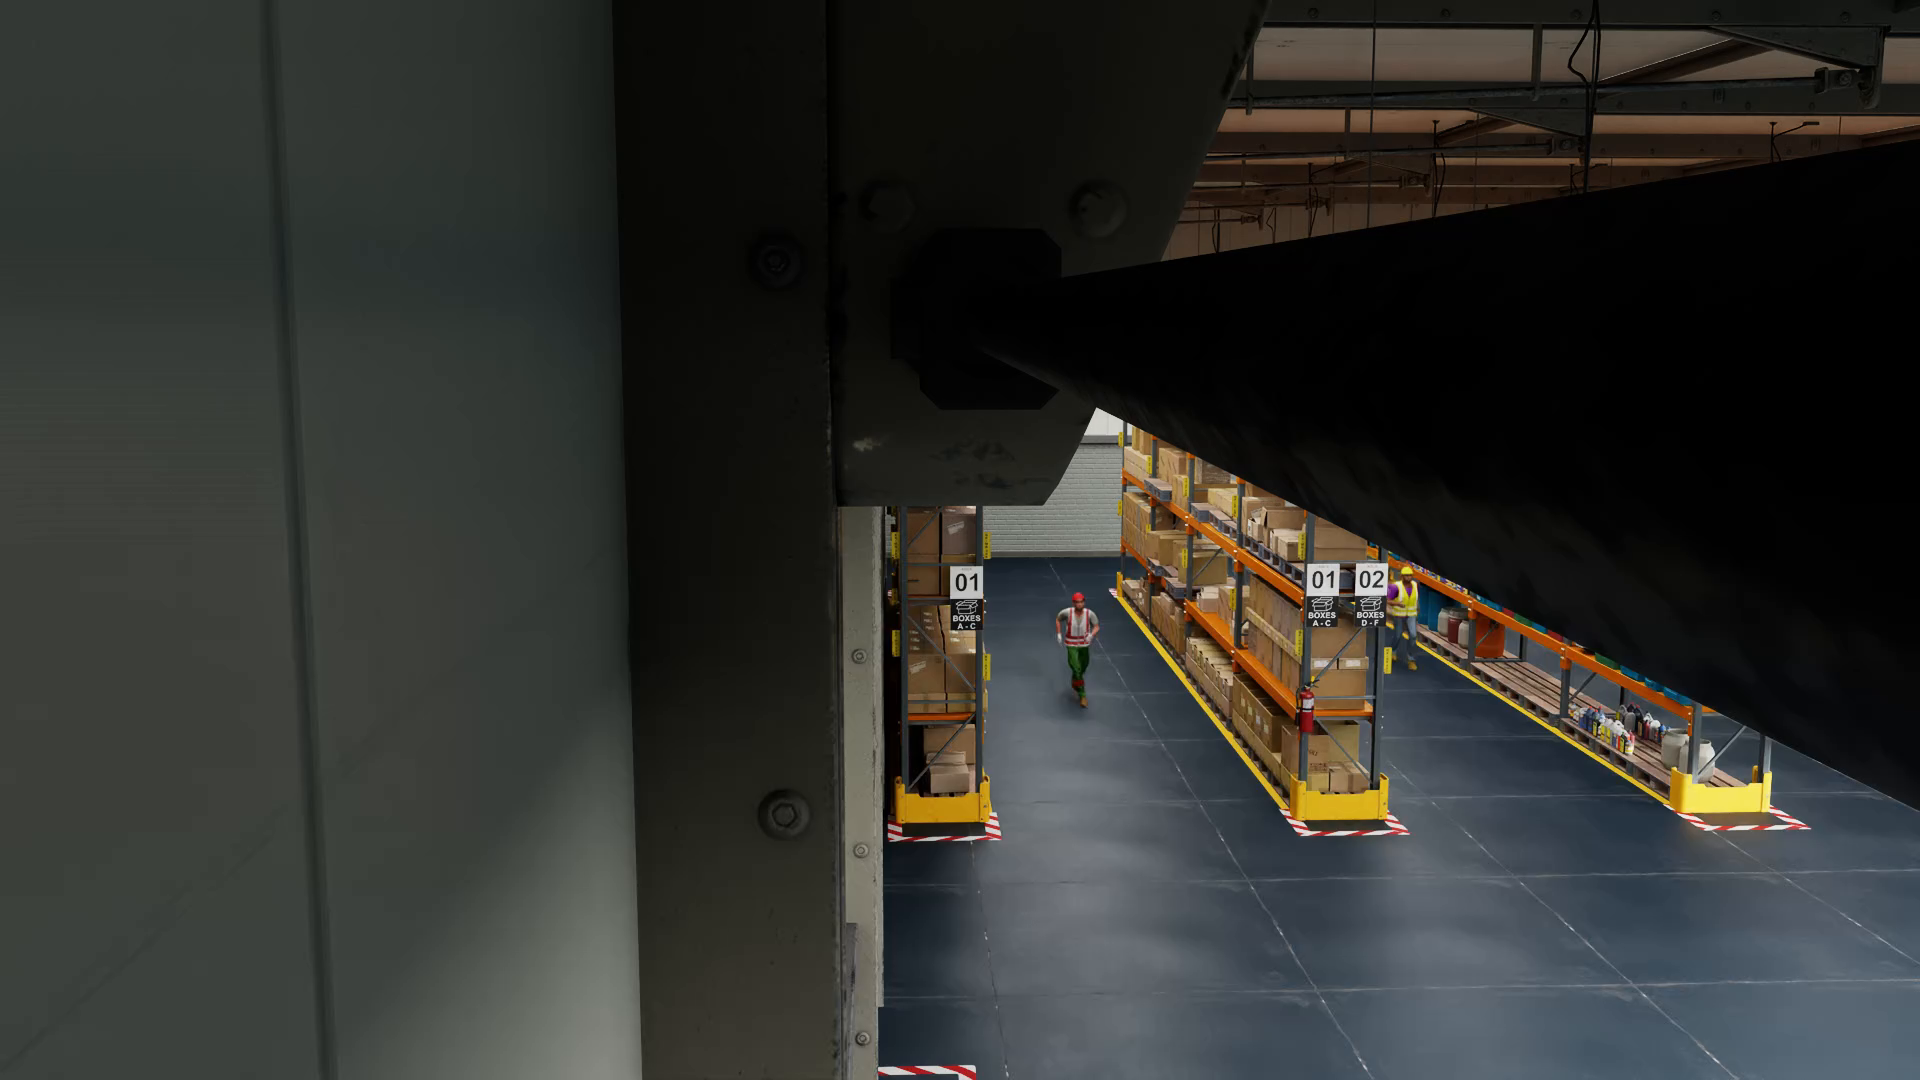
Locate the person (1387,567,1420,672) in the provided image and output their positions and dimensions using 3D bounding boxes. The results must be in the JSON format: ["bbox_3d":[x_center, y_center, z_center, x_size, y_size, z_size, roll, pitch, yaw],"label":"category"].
[{"bbox_3d":[7.800,1.343,29.265,0.640,1.796,0.890,0,8,0],"label":"person"}]

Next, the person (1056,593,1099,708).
[{"bbox_3d":[1.891,1.705,26.694,0.685,1.775,1.043,-1,8,-5],"label":"person"}]
